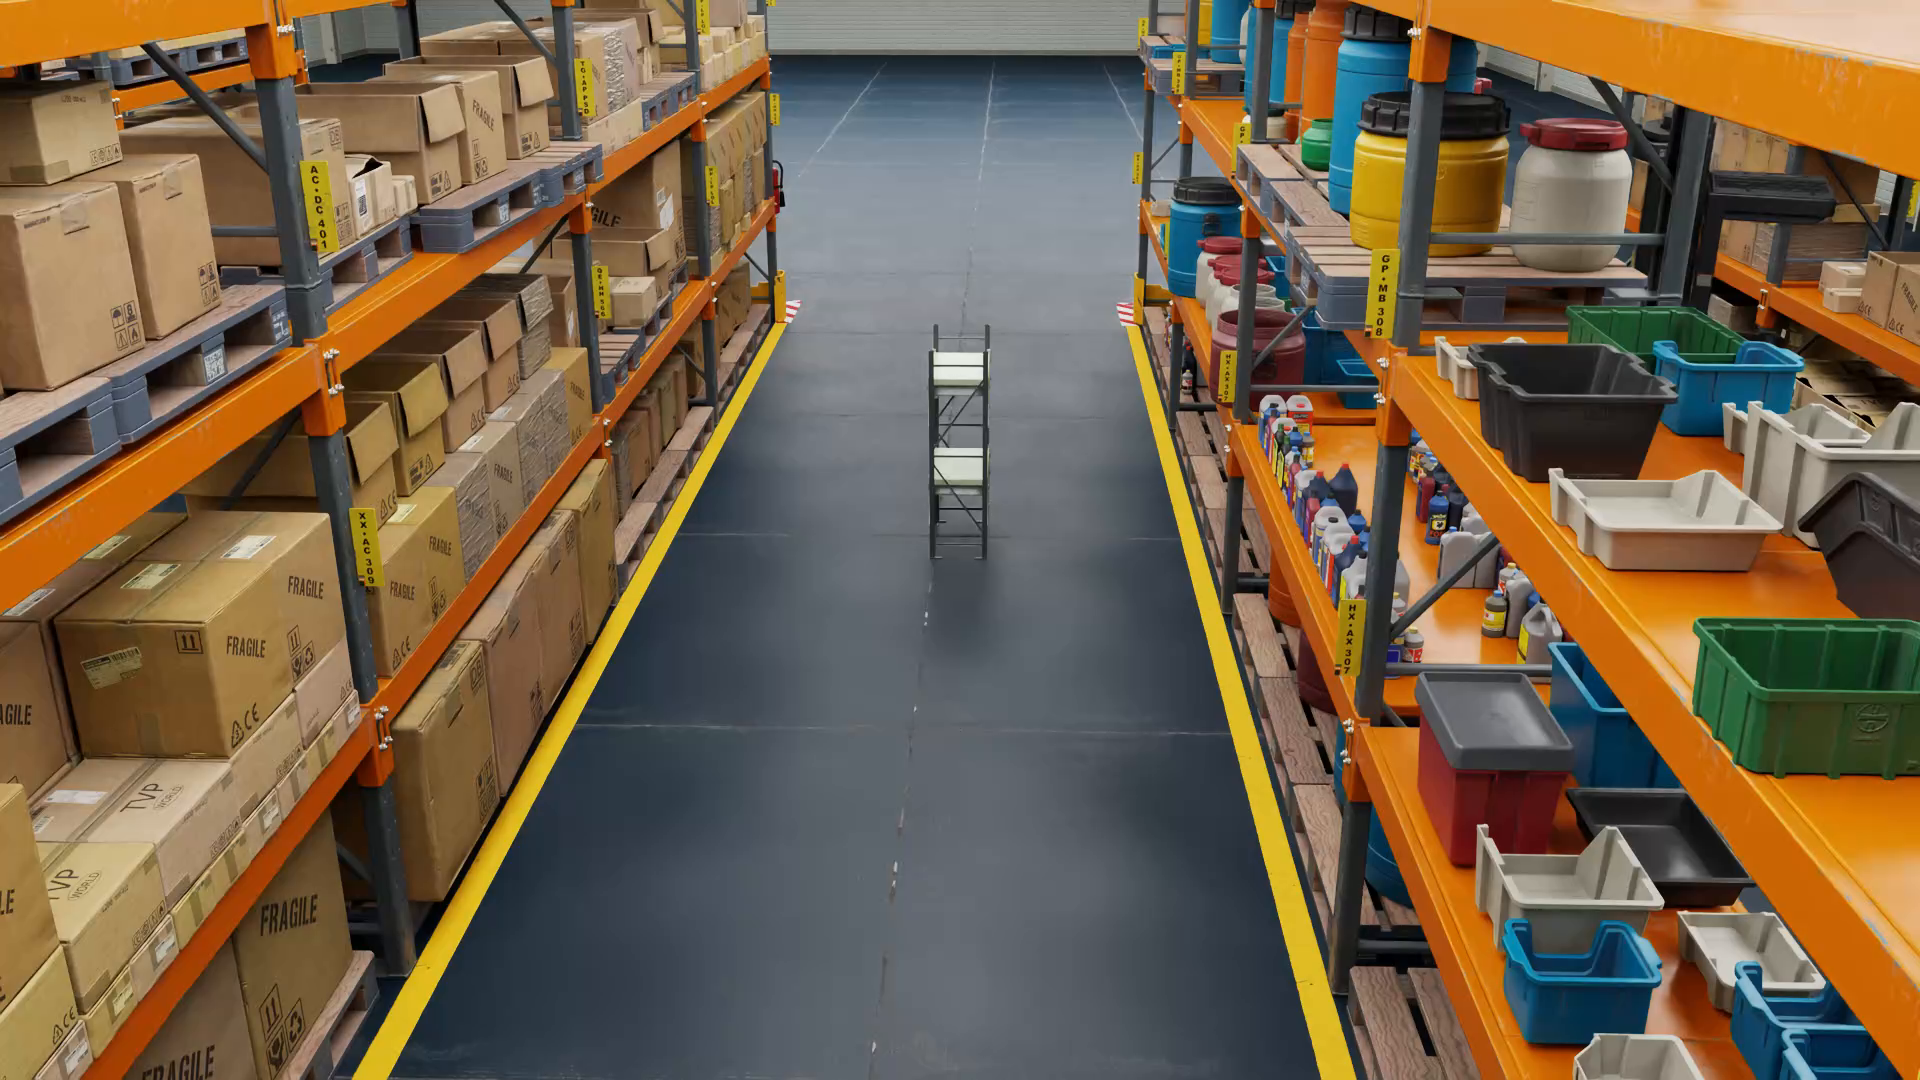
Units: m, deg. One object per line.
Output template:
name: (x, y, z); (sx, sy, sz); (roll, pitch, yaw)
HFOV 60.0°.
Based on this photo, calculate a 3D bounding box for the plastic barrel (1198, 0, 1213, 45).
plastic barrel: (2.535, -5.088, 16.008); (0.600, 0.588, 0.600); (0, 21, 0)

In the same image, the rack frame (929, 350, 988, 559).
rack frame: (-0.011, -0.569, 11.423); (0.400, 1.500, 0.023); (1, 21, 2)

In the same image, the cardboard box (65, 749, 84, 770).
cardboard box: (-3.169, 0.743, 5.765); (0.500, 0.250, 0.500); (1, 21, 1)

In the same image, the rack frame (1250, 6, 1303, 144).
rack frame: (2.199, -3.724, 9.187); (1.000, 3.000, 0.127); (1, 21, 2)

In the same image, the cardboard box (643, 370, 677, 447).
cardboard box: (-2.703, -1.074, 13.497); (0.700, 0.500, 0.500); (1, 21, 1)

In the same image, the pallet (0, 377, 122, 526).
pallet: (-2.948, -0.157, 4.262); (1.003, 0.211, 1.213); (1, 21, 2)

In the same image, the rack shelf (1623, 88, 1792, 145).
rack shelf: (7.333, -4.104, 15.307); (1.077, 0.370, 4.000); (1, 21, 2)

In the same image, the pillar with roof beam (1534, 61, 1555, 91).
pillar with roof beam: (9.615, -14.970, 38.170); (9.100, 9.000, 0.400); (1, 21, 2)

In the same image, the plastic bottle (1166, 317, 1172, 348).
plastic bottle: (2.051, -2.025, 16.247); (0.061, 0.283, 0.133); (1, 21, 3)

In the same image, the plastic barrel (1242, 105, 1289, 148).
plastic barrel: (2.005, -2.724, 10.946); (0.301, 0.262, 0.301); (0, 21, 0)

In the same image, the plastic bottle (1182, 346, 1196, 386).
plastic bottle: (2.052, -1.580, 15.007); (0.144, 0.351, 0.185); (0, 21, 0)

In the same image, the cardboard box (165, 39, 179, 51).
cardboard box: (-7.211, -4.445, 14.820); (0.380, 0.149, 0.250); (0, 21, 1)

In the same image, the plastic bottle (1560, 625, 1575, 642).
plastic bottle: (2.515, 0.446, 6.895); (0.061, 0.283, 0.133); (1, 21, 2)

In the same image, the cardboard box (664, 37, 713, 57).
cardboard box: (-2.342, -4.252, 14.349); (0.380, 0.149, 0.250); (1, 21, 2)

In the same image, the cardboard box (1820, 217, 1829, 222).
cardboard box: (7.066, -2.767, 13.979); (0.380, 0.149, 0.250); (1, 21, 2)

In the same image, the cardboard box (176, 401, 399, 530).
cardboard box: (-2.862, -0.281, 7.081); (0.797, 0.503, 0.637); (0, 21, 0)

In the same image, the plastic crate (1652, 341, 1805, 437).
plastic crate: (2.369, -0.469, 5.175); (0.416, 0.233, 0.300); (1, 21, 2)

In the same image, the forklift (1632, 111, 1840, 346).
forklift: (5.499, -1.496, 11.834); (3.031, 2.935, 1.130); (9, 23, 21)

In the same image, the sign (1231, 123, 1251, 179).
sign: (1.649, -2.280, 9.757); (0.100, 0.325, 0.005); (1, 21, 2)

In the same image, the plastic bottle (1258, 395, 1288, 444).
plastic bottle: (1.863, -0.716, 9.900); (0.152, 0.276, 0.135); (1, 21, 2)

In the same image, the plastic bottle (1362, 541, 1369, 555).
plastic bottle: (1.918, 0.113, 7.768); (0.097, 0.271, 0.097); (0, 21, 0)

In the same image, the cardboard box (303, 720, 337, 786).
cardboard box: (-2.562, 0.789, 6.197); (0.380, 0.149, 0.250); (1, 21, 3)

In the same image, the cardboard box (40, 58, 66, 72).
cardboard box: (-7.446, -3.833, 13.102); (0.500, 0.250, 0.500); (1, 21, 2)

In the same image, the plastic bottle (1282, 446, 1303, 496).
plastic bottle: (1.807, -0.374, 9.023); (0.097, 0.271, 0.097); (0, 21, 0)

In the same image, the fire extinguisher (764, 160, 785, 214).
fire extinguisher: (-2.044, -3.874, 17.975); (0.296, 0.674, 0.183); (1, 21, 2)

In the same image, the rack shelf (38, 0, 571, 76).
rack shelf: (-2.812, -2.534, 7.666); (1.077, 0.370, 4.000); (1, 21, 2)

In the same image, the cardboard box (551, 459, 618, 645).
cardboard box: (-2.793, 0.062, 10.078); (1.225, 0.875, 0.875); (0, 21, -1)

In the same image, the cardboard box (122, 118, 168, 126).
cardboard box: (-7.484, -3.619, 15.510); (0.875, 0.550, 0.550); (1, 21, 2)

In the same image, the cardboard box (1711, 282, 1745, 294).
cardboard box: (7.106, -2.113, 15.511); (0.500, 0.500, 0.500); (1, 21, 2)

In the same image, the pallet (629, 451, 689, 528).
pallet: (-2.686, -0.404, 12.779); (1.003, 0.211, 1.213); (1, 21, 2)

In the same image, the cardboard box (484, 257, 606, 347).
cardboard box: (-2.858, -1.623, 11.346); (0.700, 0.500, 0.500); (4, 22, 10)

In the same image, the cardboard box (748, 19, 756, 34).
cardboard box: (-2.229, -5.092, 16.515); (0.380, 0.149, 0.250); (0, 21, -1)

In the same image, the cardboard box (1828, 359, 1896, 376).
cardboard box: (7.546, -1.343, 13.790); (0.500, 0.311, 0.500); (1, 21, 2)

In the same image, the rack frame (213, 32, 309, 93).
rack frame: (-7.463, -3.965, 18.102); (1.000, 3.000, 0.127); (1, 21, 2)

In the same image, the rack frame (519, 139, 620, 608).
rack frame: (-2.751, -0.982, 10.412); (1.000, 3.000, 0.127); (1, 21, 2)

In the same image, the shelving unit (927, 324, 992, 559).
shelving unit: (0.000, -0.702, 11.764); (0.431, 1.500, 0.755); (1, 21, 2)

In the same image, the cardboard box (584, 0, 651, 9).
cardboard box: (-2.871, -4.410, 13.861); (0.500, 0.500, 0.500); (0, 21, 0)

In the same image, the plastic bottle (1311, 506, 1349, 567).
plastic bottle: (1.804, -0.016, 8.095); (0.152, 0.276, 0.135); (1, 21, 2)

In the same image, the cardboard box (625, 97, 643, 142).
cardboard box: (-2.461, -2.849, 11.285); (0.500, 0.250, 0.500); (1, 21, 3)

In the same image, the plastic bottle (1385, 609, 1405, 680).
plastic bottle: (1.766, 0.431, 6.943); (0.152, 0.276, 0.135); (1, 21, 2)

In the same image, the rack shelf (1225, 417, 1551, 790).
rack shelf: (2.138, 0.131, 8.538); (1.077, 0.370, 4.000); (1, 21, 2)

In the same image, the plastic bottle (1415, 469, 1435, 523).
plastic bottle: (2.429, -0.243, 8.671); (0.061, 0.283, 0.133); (1, 21, 2)

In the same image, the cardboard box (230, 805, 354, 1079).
cardboard box: (-2.973, 1.497, 6.381); (0.875, 0.875, 0.875); (1, 21, 2)

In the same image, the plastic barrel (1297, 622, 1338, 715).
plastic barrel: (2.167, 0.587, 9.123); (0.600, 0.588, 0.708); (1, 21, 2)

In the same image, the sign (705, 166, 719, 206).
sign: (-2.075, -2.963, 13.918); (0.100, 0.325, 0.005); (1, 21, 2)

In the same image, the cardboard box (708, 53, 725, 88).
cardboard box: (-2.349, -4.108, 14.530); (0.500, 0.250, 0.500); (0, 21, 1)

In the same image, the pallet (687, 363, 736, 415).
pallet: (-2.645, -1.371, 15.271); (1.003, 0.211, 1.213); (1, 21, 2)

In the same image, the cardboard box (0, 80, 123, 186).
cardboard box: (-2.908, -1.233, 5.018); (0.500, 0.250, 0.500); (-1, 21, -2)

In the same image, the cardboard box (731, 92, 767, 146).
cardboard box: (-2.278, -4.324, 17.095); (0.500, 0.500, 0.500); (1, 21, 2)

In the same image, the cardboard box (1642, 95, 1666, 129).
cardboard box: (7.365, -4.228, 16.846); (0.700, 0.500, 0.500); (1, 21, 2)

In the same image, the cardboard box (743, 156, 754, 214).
cardboard box: (-2.506, -3.499, 16.349); (0.875, 0.500, 0.500); (1, 21, 2)

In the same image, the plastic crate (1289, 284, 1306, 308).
plastic crate: (2.554, -1.538, 11.757); (0.402, 0.464, 0.583); (1, 21, 2)

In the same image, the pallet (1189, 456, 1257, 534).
pallet: (2.301, -0.347, 12.631); (1.003, 0.211, 1.213); (1, 21, 2)

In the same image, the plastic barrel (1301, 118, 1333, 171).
plastic barrel: (1.937, -2.068, 8.701); (0.294, 0.245, 0.294); (0, 21, 0)
